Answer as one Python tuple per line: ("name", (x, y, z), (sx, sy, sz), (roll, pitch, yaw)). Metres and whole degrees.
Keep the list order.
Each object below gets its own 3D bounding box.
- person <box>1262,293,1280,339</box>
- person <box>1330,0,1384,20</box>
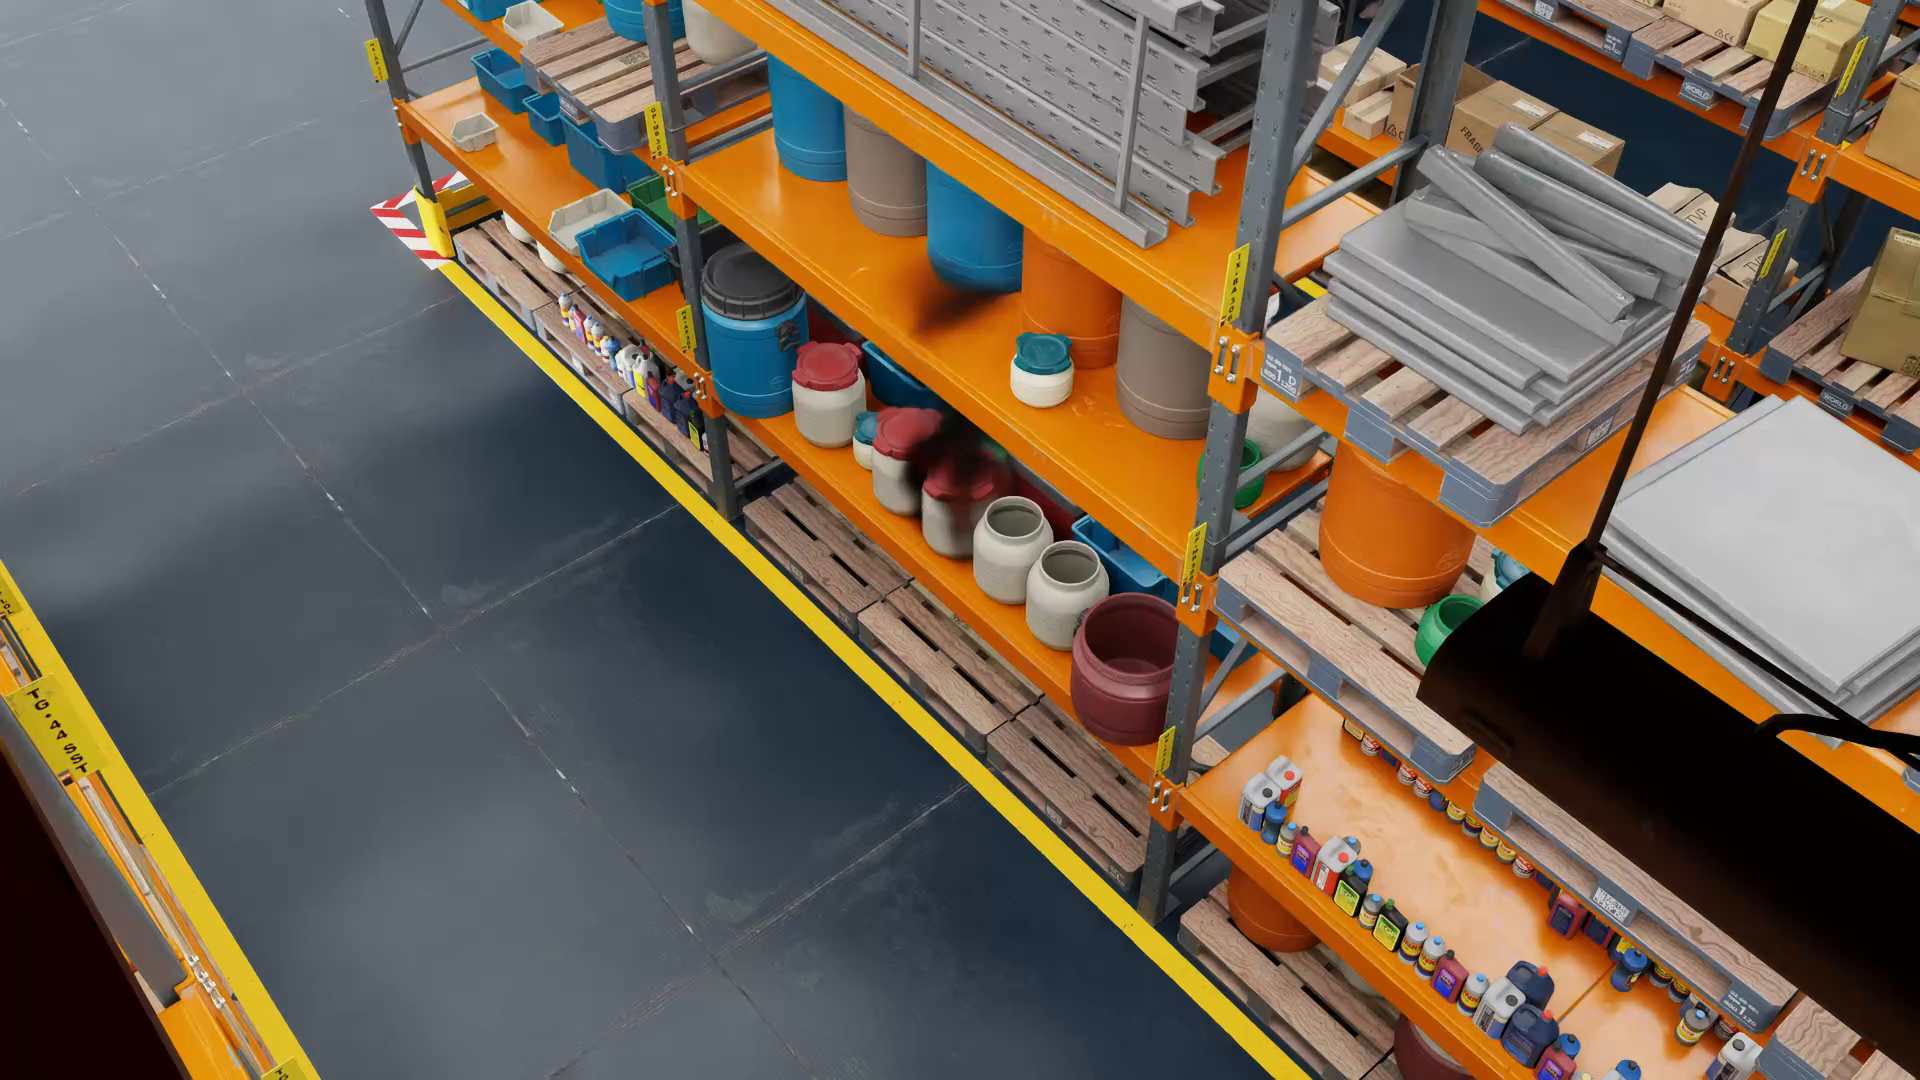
("person", (1.811, -1.537, 10.842), (0.693, 1.746, 0.661), (-32, 54, -27))
("person", (3.600, -5.584, 15.213), (0.757, 1.601, 0.589), (0, 46, 0))
